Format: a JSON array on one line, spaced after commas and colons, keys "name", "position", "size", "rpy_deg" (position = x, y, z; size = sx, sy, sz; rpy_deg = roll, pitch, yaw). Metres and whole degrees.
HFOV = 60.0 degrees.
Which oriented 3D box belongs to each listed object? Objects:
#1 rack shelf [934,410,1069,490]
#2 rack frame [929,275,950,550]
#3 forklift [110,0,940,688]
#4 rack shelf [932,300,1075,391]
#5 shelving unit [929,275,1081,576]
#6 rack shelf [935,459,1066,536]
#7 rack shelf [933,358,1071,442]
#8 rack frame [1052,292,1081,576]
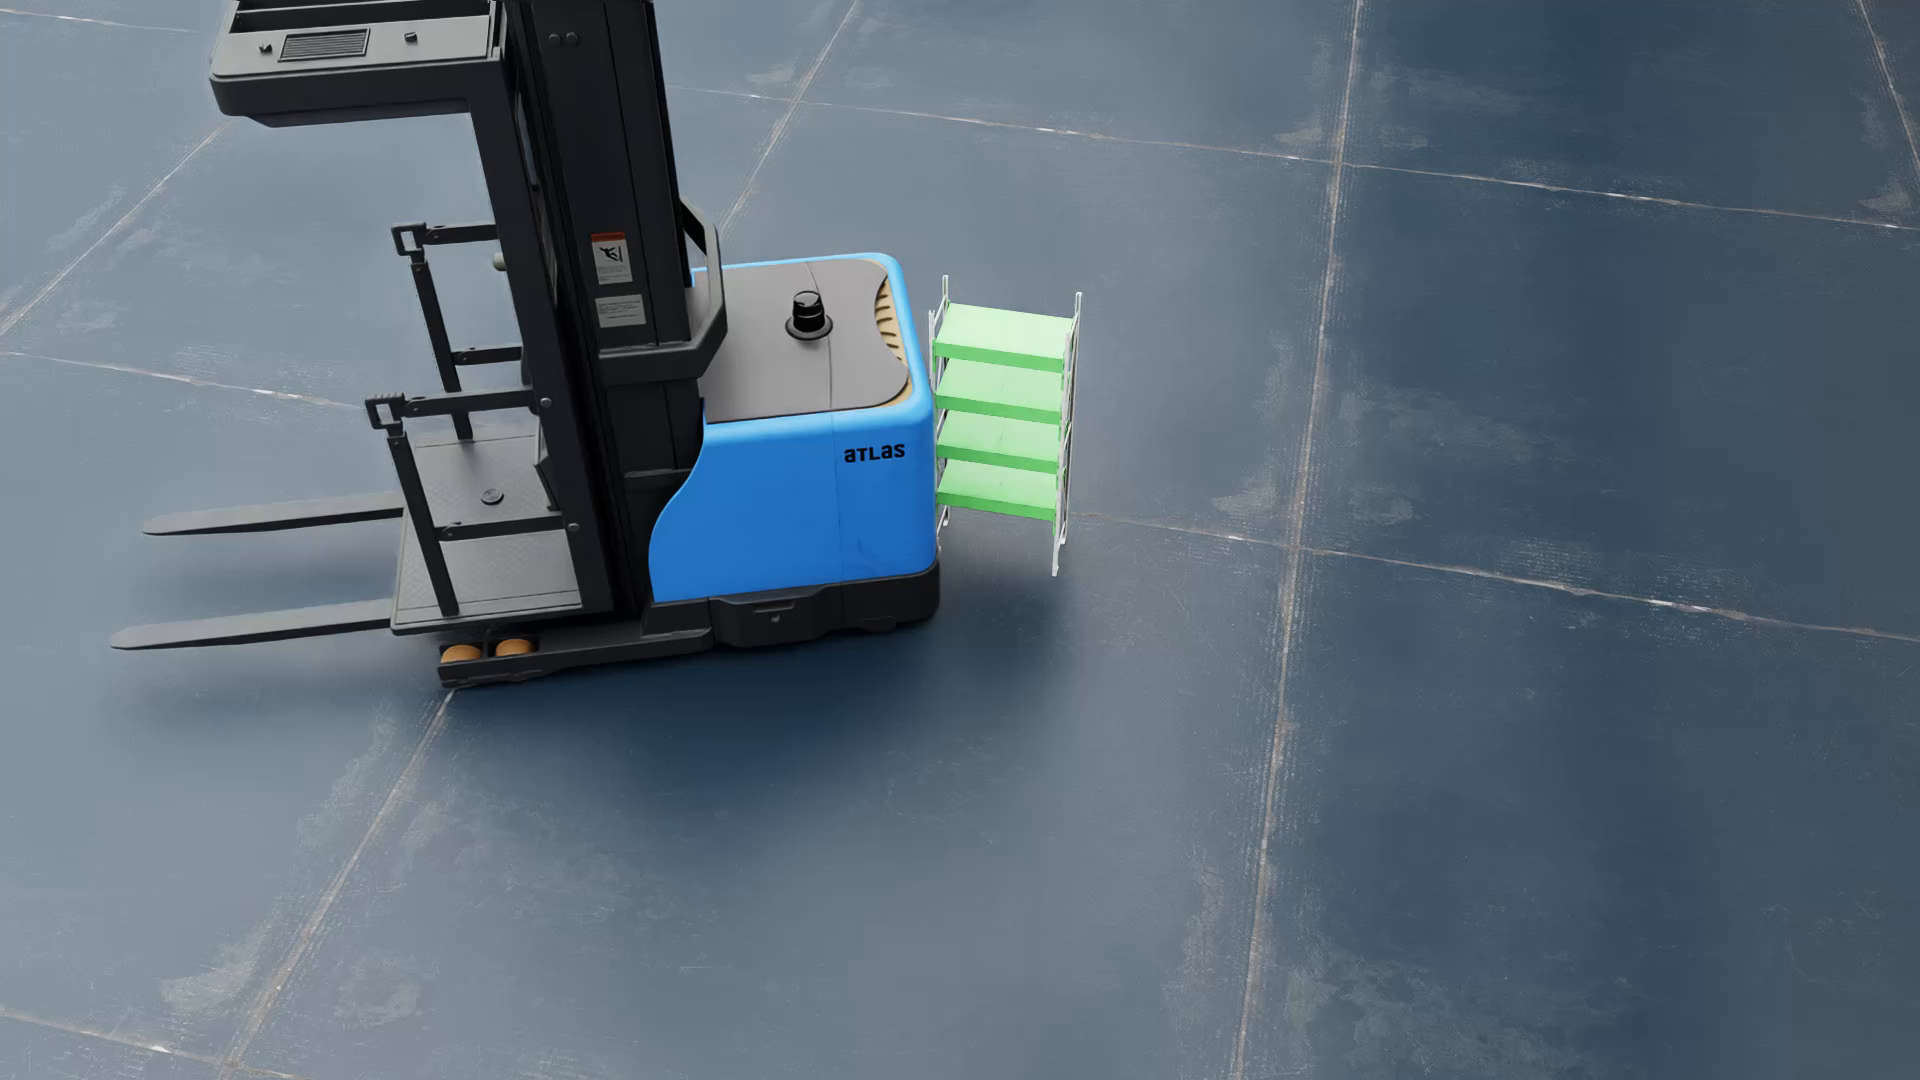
[{"name": "rack shelf", "position": [0.162, -0.361, 6.352], "size": [0.480, 0.148, 0.258], "rpy_deg": [9, 45, 9]}, {"name": "rack frame", "position": [-0.077, -0.444, 6.346], "size": [0.015, 1.200, 0.240], "rpy_deg": [9, 45, 9]}, {"name": "forklift", "position": [-1.641, -0.903, 5.575], "size": [3.031, 2.935, 1.130], "rpy_deg": [-6, 44, -7]}, {"name": "rack shelf", "position": [0.162, -0.707, 6.019], "size": [0.480, 0.148, 0.258], "rpy_deg": [9, 45, 9]}, {"name": "shelving unit", "position": [0.162, -0.407, 6.308], "size": [0.503, 1.200, 0.258], "rpy_deg": [9, 45, 9]}, {"name": "rack shelf", "position": [0.162, -0.188, 6.519], "size": [0.480, 0.148, 0.258], "rpy_deg": [9, 45, 9]}, {"name": "rack shelf", "position": [0.162, -0.534, 6.186], "size": [0.480, 0.148, 0.258], "rpy_deg": [9, 45, 9]}, {"name": "rack frame", "position": [0.400, -0.370, 6.269], "size": [0.015, 1.200, 0.240], "rpy_deg": [9, 45, 9]}]
